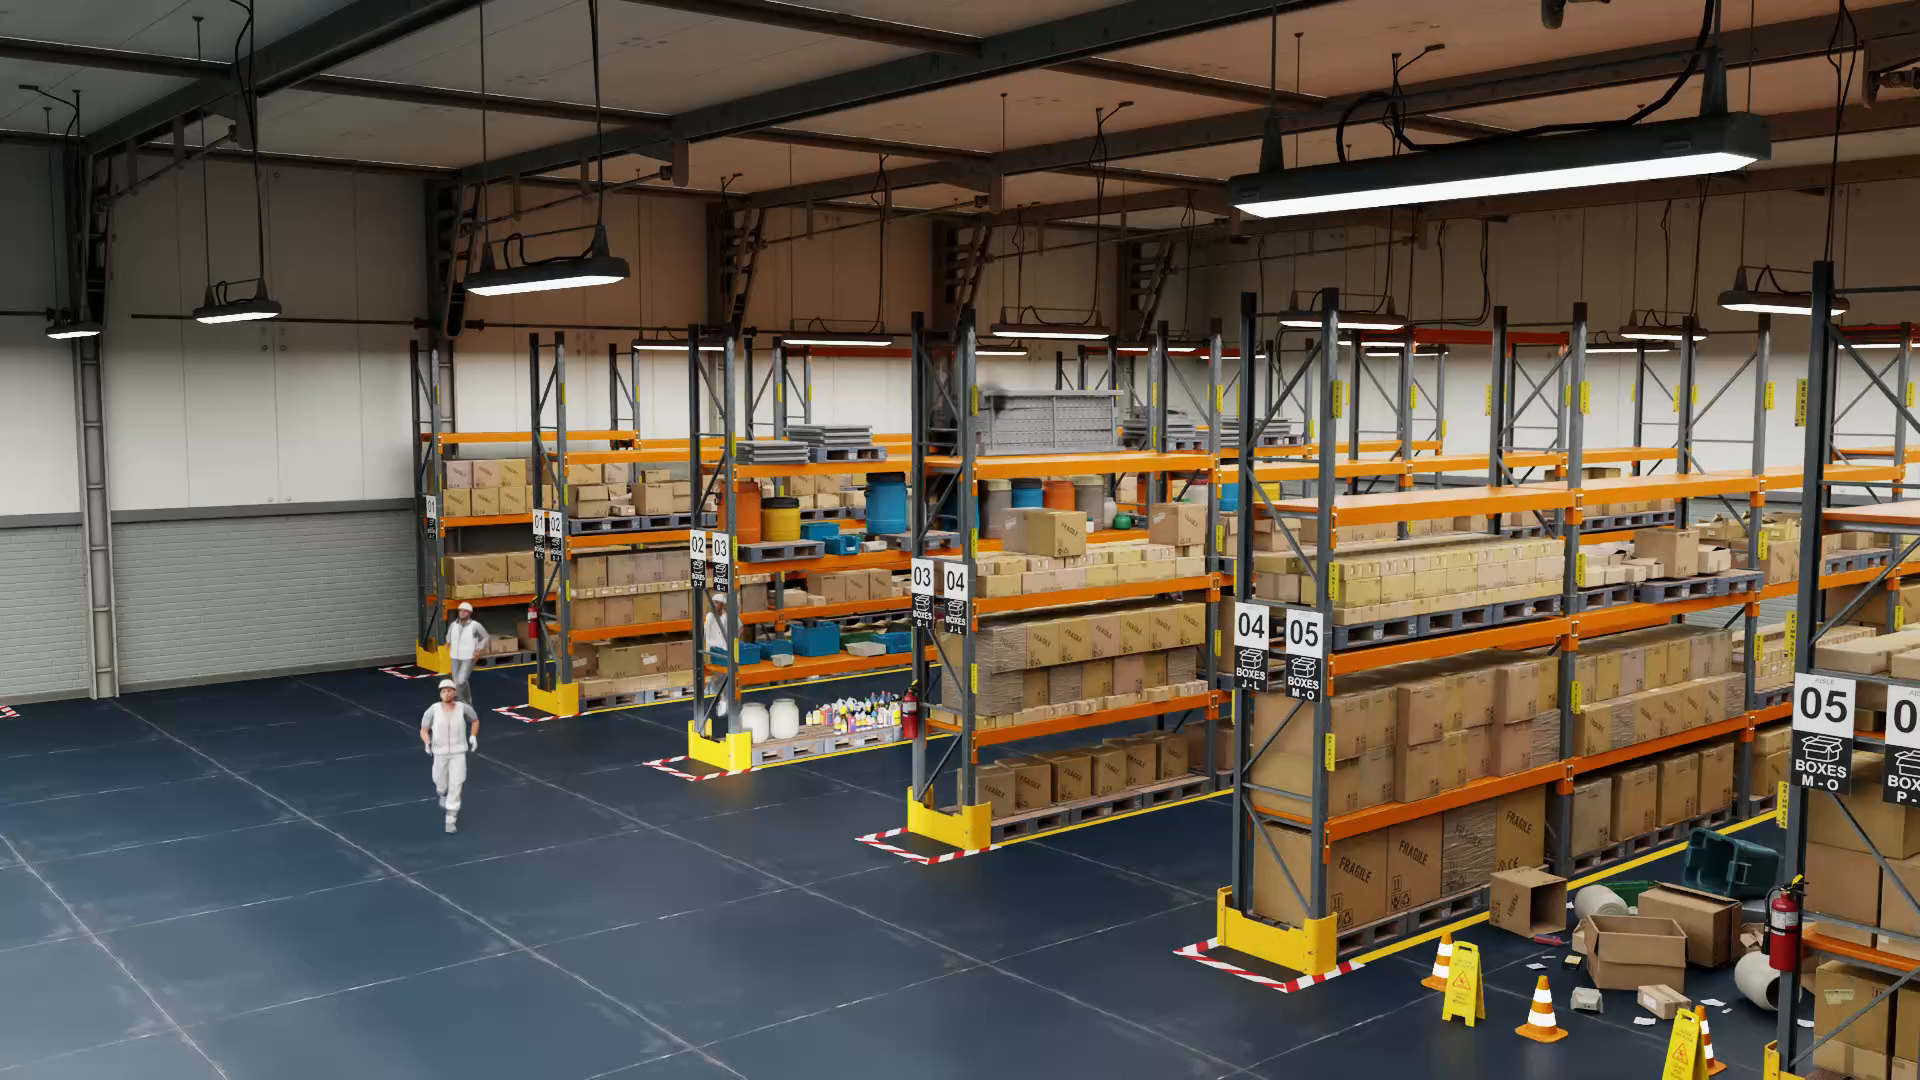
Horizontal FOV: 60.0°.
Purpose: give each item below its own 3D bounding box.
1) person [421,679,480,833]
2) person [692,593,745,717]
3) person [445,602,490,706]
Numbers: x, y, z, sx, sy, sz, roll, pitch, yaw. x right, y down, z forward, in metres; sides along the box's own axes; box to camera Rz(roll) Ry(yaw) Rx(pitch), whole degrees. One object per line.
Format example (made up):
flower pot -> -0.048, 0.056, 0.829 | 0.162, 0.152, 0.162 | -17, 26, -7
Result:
person -> -5.968, 2.497, 19.495 | 0.669, 1.748, 0.848 | -2, 6, -17
person -> -3.645, 1.719, 24.801 | 0.662, 1.841, 0.648 | 5, 7, 40
person -> -7.814, 1.871, 26.169 | 0.678, 1.777, 0.602 | 1, 5, 13
